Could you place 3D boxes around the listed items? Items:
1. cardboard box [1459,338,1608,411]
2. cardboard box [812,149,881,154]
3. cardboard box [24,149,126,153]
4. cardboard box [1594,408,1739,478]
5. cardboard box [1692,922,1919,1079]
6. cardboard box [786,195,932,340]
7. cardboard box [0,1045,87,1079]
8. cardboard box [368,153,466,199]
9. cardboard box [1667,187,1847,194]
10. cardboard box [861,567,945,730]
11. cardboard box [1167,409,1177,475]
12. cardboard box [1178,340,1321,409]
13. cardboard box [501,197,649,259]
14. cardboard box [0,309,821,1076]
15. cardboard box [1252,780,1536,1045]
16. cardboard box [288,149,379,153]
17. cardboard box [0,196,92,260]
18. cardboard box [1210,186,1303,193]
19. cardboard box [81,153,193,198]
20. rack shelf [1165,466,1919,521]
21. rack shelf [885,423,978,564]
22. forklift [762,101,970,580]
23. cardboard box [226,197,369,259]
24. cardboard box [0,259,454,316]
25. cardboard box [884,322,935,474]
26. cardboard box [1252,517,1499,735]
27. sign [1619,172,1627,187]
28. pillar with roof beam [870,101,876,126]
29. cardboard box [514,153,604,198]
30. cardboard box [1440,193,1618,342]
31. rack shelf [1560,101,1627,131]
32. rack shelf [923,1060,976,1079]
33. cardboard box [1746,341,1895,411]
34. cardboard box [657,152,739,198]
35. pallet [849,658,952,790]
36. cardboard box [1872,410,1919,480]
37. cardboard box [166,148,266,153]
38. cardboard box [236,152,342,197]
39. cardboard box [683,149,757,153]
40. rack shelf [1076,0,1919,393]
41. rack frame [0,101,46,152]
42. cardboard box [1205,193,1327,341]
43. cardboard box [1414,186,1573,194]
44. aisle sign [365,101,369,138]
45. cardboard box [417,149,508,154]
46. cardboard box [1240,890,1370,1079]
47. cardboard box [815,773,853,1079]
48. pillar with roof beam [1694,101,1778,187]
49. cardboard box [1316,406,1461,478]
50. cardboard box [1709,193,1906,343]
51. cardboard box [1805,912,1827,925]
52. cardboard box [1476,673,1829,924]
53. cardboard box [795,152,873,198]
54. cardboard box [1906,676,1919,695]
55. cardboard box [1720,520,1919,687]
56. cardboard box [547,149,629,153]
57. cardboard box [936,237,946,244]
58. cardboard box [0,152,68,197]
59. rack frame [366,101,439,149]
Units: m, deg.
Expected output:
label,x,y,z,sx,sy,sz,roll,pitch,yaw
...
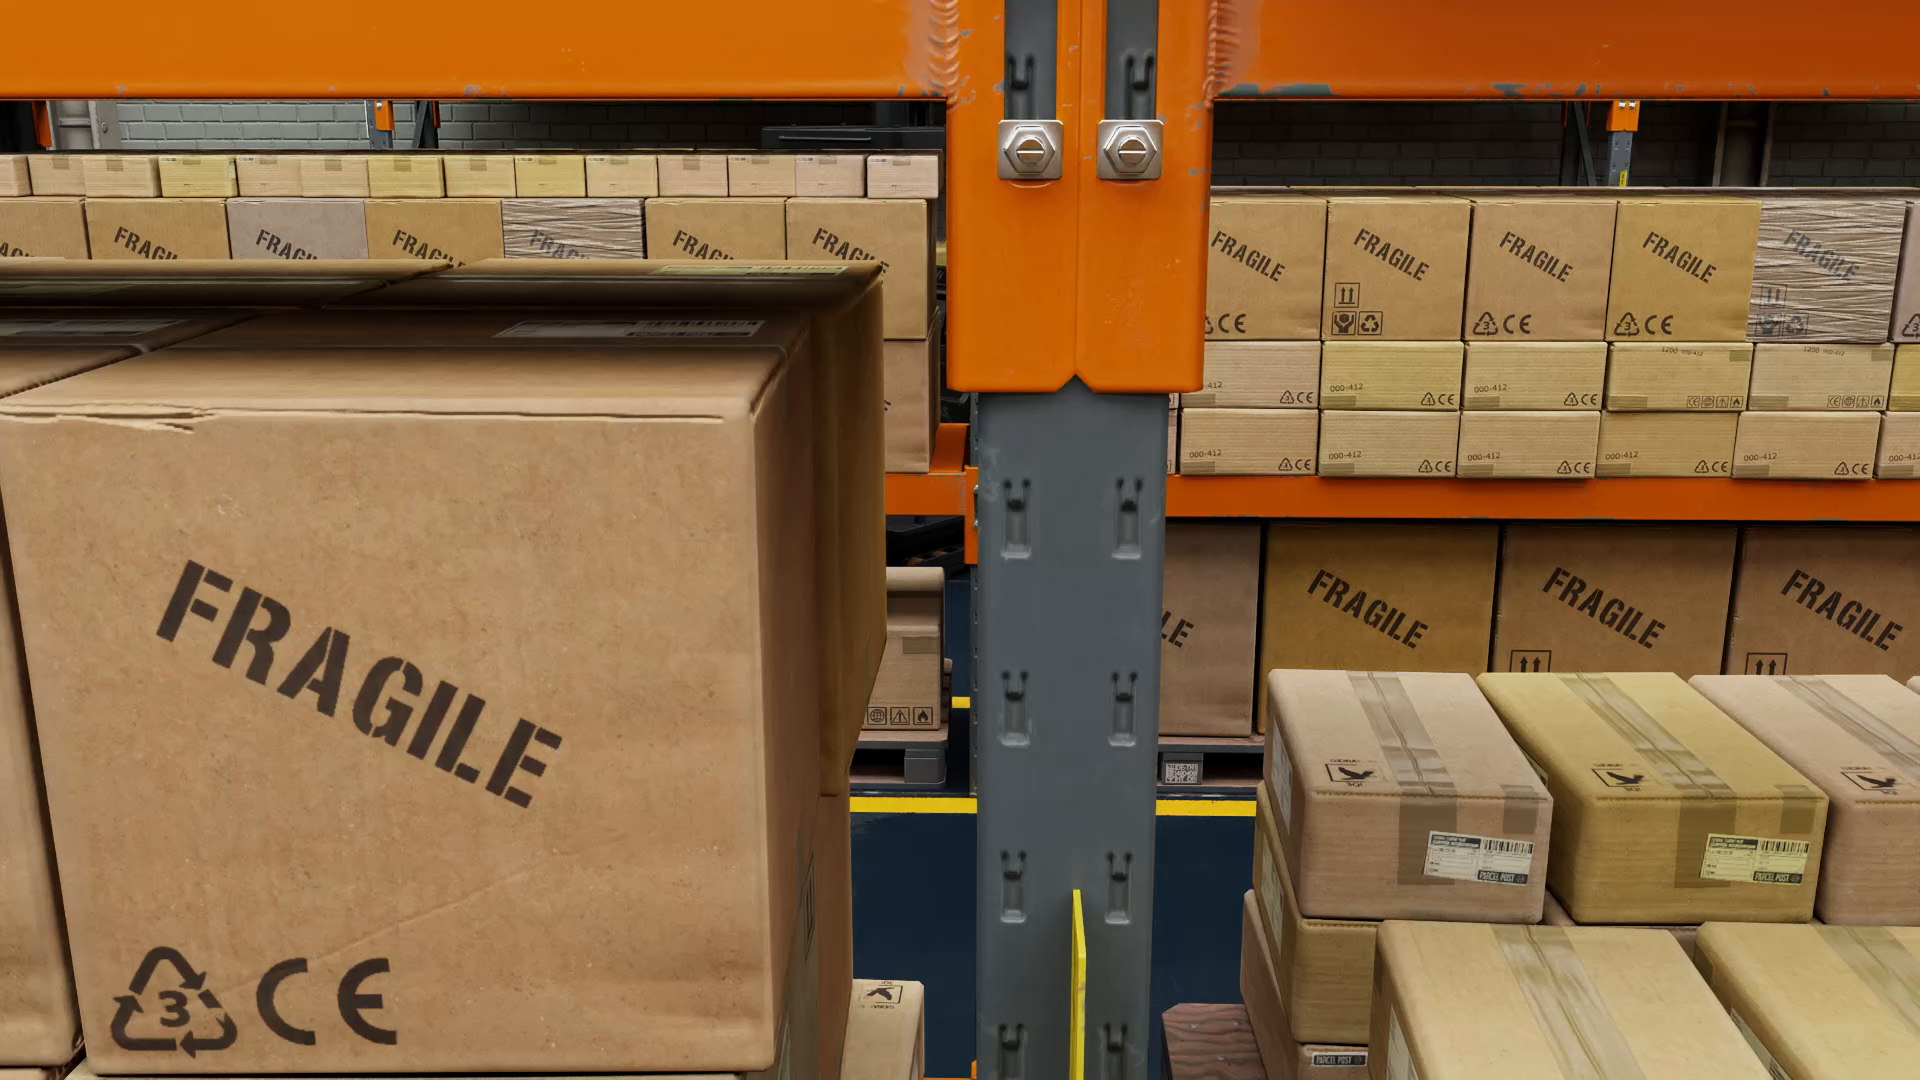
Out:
label,x,y,z,sx,sy,sz,roll,pitch,yaw
cardboard box,2.077,-0.651,6.242,0.500,0.250,0.500,0,15,0
cardboard box,-0.452,-1.477,6.631,0.250,0.149,0.380,1,15,2
cardboard box,-3.522,-1.486,6.665,0.250,0.149,0.380,1,15,2
cardboard box,2.586,-0.411,6.312,0.500,0.250,0.500,0,15,1
cardboard box,0.749,0.448,1.265,0.250,0.149,0.380,1,15,3
cardboard box,-0.365,-1.030,6.209,0.500,0.500,0.500,0,15,1
cardboard box,-0.922,0.570,1.520,0.500,0.500,0.500,0,15,0
cardboard box,-1.988,-1.344,6.125,0.250,0.149,0.380,0,15,0
cardboard box,3.129,-1.138,6.617,0.500,0.500,0.500,0,15,2
cardboard box,-0.512,0.438,6.997,0.875,0.438,0.875,0,15,1
cardboard box,0.546,-0.423,6.358,0.500,0.250,0.500,0,15,0
cardboard box,1.068,-0.664,6.291,0.500,0.250,0.500,1,15,2
cardboard box,-1.382,-1.037,6.233,0.500,0.500,0.500,1,15,2
cardboard box,-0.389,0.087,1.390,0.500,0.500,0.500,0,15,-1
cardboard box,0.491,0.424,1.939,0.250,0.149,0.380,1,15,3
cardboard box,-2.497,-1.478,6.636,0.250,0.149,0.380,0,15,1
cardboard box,-3.413,-1.048,6.276,0.500,0.500,0.500,0,15,0
cardboard box,1.084,-1.157,6.691,0.500,0.500,0.500,1,15,3
cardboard box,-3.017,-1.350,6.149,0.250,0.149,0.380,1,15,3
rack shelf,2.113,-0.205,6.647,4.000,0.370,1.077,0,15,1
rack shelf,-1.886,-0.231,6.746,4.000,0.370,1.077,0,15,1
forklift,-0.417,-1.299,9.517,1.130,2.935,3.031,13,20,40
cardboard box,-2.381,-1.045,6.265,0.500,0.500,0.500,0,15,1
cardboard box,-0.876,-0.043,1.884,0.500,0.500,0.500,0,15,0
cardboard box,-0.357,-0.552,6.356,0.500,0.500,0.500,1,15,2
cardboard box,1.638,0.246,6.870,0.875,0.875,0.875,1,15,3
sign,4.231,-2.189,10.642,0.005,0.325,0.100,0,15,1
pillar with roof beam,-0.547,-3.869,7.365,0.400,9.000,9.100,0,15,1
cardboard box,-1.479,-1.357,6.174,0.250,0.149,0.380,0,15,0
cardboard box,2.073,-1.020,6.169,0.500,0.500,0.500,0,15,1
rack shelf,2.236,-2.921,11.063,4.000,0.370,1.077,0,15,1
rack shelf,-1.911,1.032,1.959,4.000,0.370,1.077,0,15,1
cardboard box,3.109,-0.650,6.237,0.500,0.250,0.500,0,15,0
cardboard box,-0.966,-1.363,6.198,0.250,0.149,0.380,0,15,1
pallet,-0.645,0.758,7.055,1.213,0.211,1.003,0,15,1
cardboard box,3.600,-0.404,6.287,0.500,0.250,0.500,0,15,-1
cardboard box,-3.007,-1.510,6.757,0.250,0.149,0.380,0,15,1
cardboard box,-2.489,-1.365,6.205,0.250,0.149,0.380,1,15,2
cardboard box,-0.956,-1.485,6.662,0.250,0.149,0.380,0,15,1
rack shelf,2.087,-0.392,1.477,4.000,0.370,1.077,0,15,1
rack frame,-3.885,-0.592,6.704,0.127,3.000,1.000,0,15,1
cardboard box,1.055,-1.025,6.190,0.500,0.500,0.500,0,15,1
cardboard box,2.108,-1.149,6.661,0.500,0.500,0.500,1,15,2
aisle sign,-3.838,-3.040,10.888,0.004,0.787,0.394,0,15,1
cardboard box,-1.983,-1.485,6.662,0.250,0.149,0.380,1,15,3
cardboard box,0.490,0.568,1.978,0.250,0.149,0.380,0,15,0
cardboard box,-0.401,0.437,2.023,0.500,0.500,0.500,0,15,0
pillar with roof beam,5.451,-3.830,7.217,0.400,9.000,9.100,0,15,1
cardboard box,1.576,-0.413,6.319,0.500,0.250,0.500,0,15,1
cardboard box,3.075,-1.010,6.130,0.500,0.500,0.500,1,15,2
cardboard box,1.002,0.428,1.925,0.250,0.149,0.380,1,15,4
cardboard box,0.763,0.282,1.893,0.250,0.149,0.380,0,15,0
cardboard box,-0.464,-1.362,6.193,0.250,0.149,0.380,1,15,3
cardboard box,1.283,0.286,1.879,0.250,0.149,0.380,0,15,1
cardboard box,3.424,0.259,6.821,0.875,0.875,0.875,0,15,1
cardboard box,-1.474,-1.475,6.624,0.250,0.149,0.380,0,15,1
cardboard box,-0.252,-1.975,11.657,0.500,0.250,0.500,0,15,1
cardboard box,-3.538,-1.364,6.204,0.250,0.149,0.380,1,15,3
rack frame,-3.762,-1.858,11.502,0.127,3.000,1.000,0,15,1
